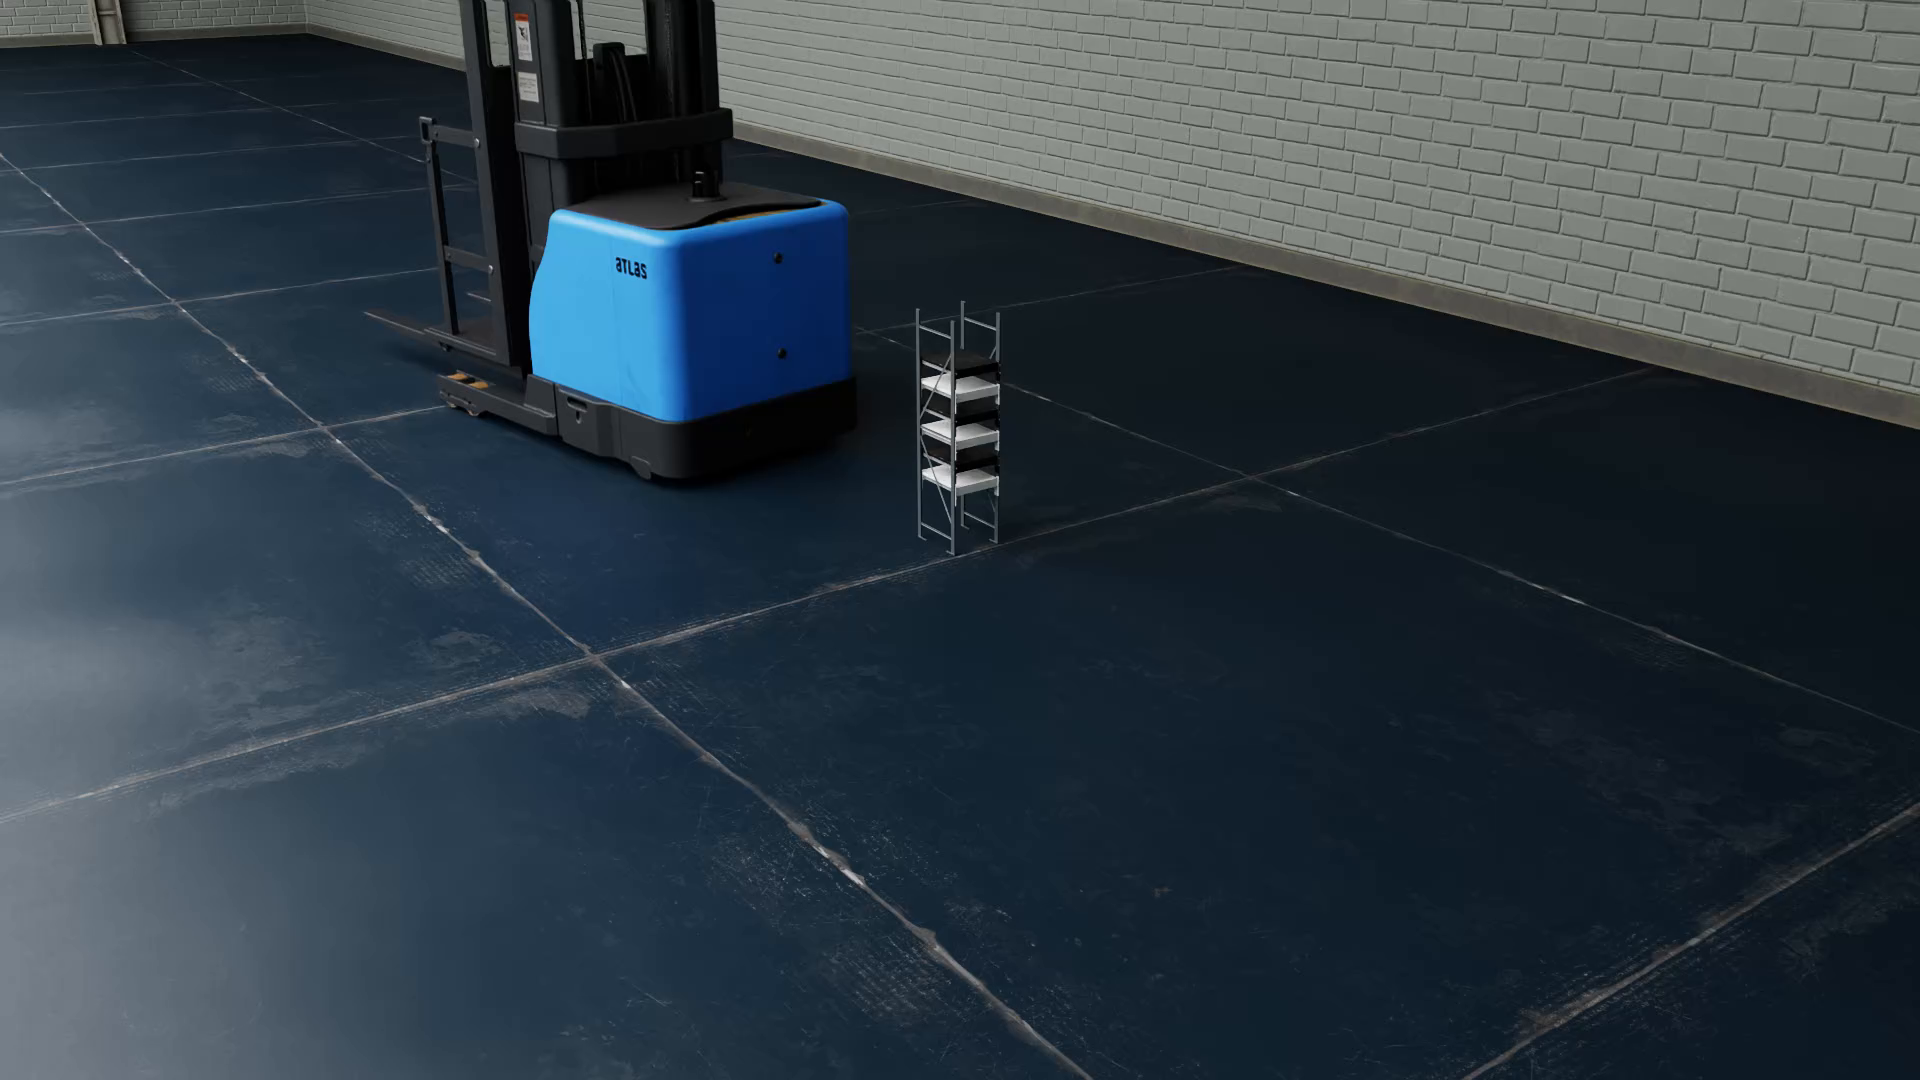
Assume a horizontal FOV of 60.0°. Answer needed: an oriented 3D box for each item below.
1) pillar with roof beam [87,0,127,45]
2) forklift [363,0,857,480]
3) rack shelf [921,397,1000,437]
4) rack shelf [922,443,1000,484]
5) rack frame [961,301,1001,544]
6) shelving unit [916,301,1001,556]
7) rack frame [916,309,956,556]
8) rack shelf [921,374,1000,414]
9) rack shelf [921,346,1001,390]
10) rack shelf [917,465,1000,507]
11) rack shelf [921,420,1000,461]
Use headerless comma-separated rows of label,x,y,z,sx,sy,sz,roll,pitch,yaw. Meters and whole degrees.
pillar with roof beam,-10.455,-10.467,20.485,0.400,9.000,9.100,-15,26,-33
forklift,-1.863,-2.063,7.611,3.031,2.935,1.130,20,29,41
rack shelf,-0.007,-0.469,6.204,0.200,0.077,0.258,-15,26,-33
rack shelf,-0.007,-0.302,6.271,0.200,0.077,0.258,-15,26,-33
rack frame,0.076,-0.438,6.280,0.006,0.900,0.240,-15,26,-33
shelving unit,-0.007,-0.416,6.225,0.210,0.900,0.258,-15,26,-33
rack frame,-0.089,-0.394,6.170,0.006,0.900,0.240,-15,26,-33
rack shelf,-0.007,-0.552,6.171,0.200,0.077,0.258,-15,26,-33
rack shelf,-0.007,-0.636,6.137,0.200,0.077,0.258,-15,26,-33
rack shelf,-0.007,-0.218,6.304,0.200,0.077,0.258,-15,26,-33
rack shelf,-0.007,-0.385,6.238,0.200,0.077,0.258,-15,26,-33
